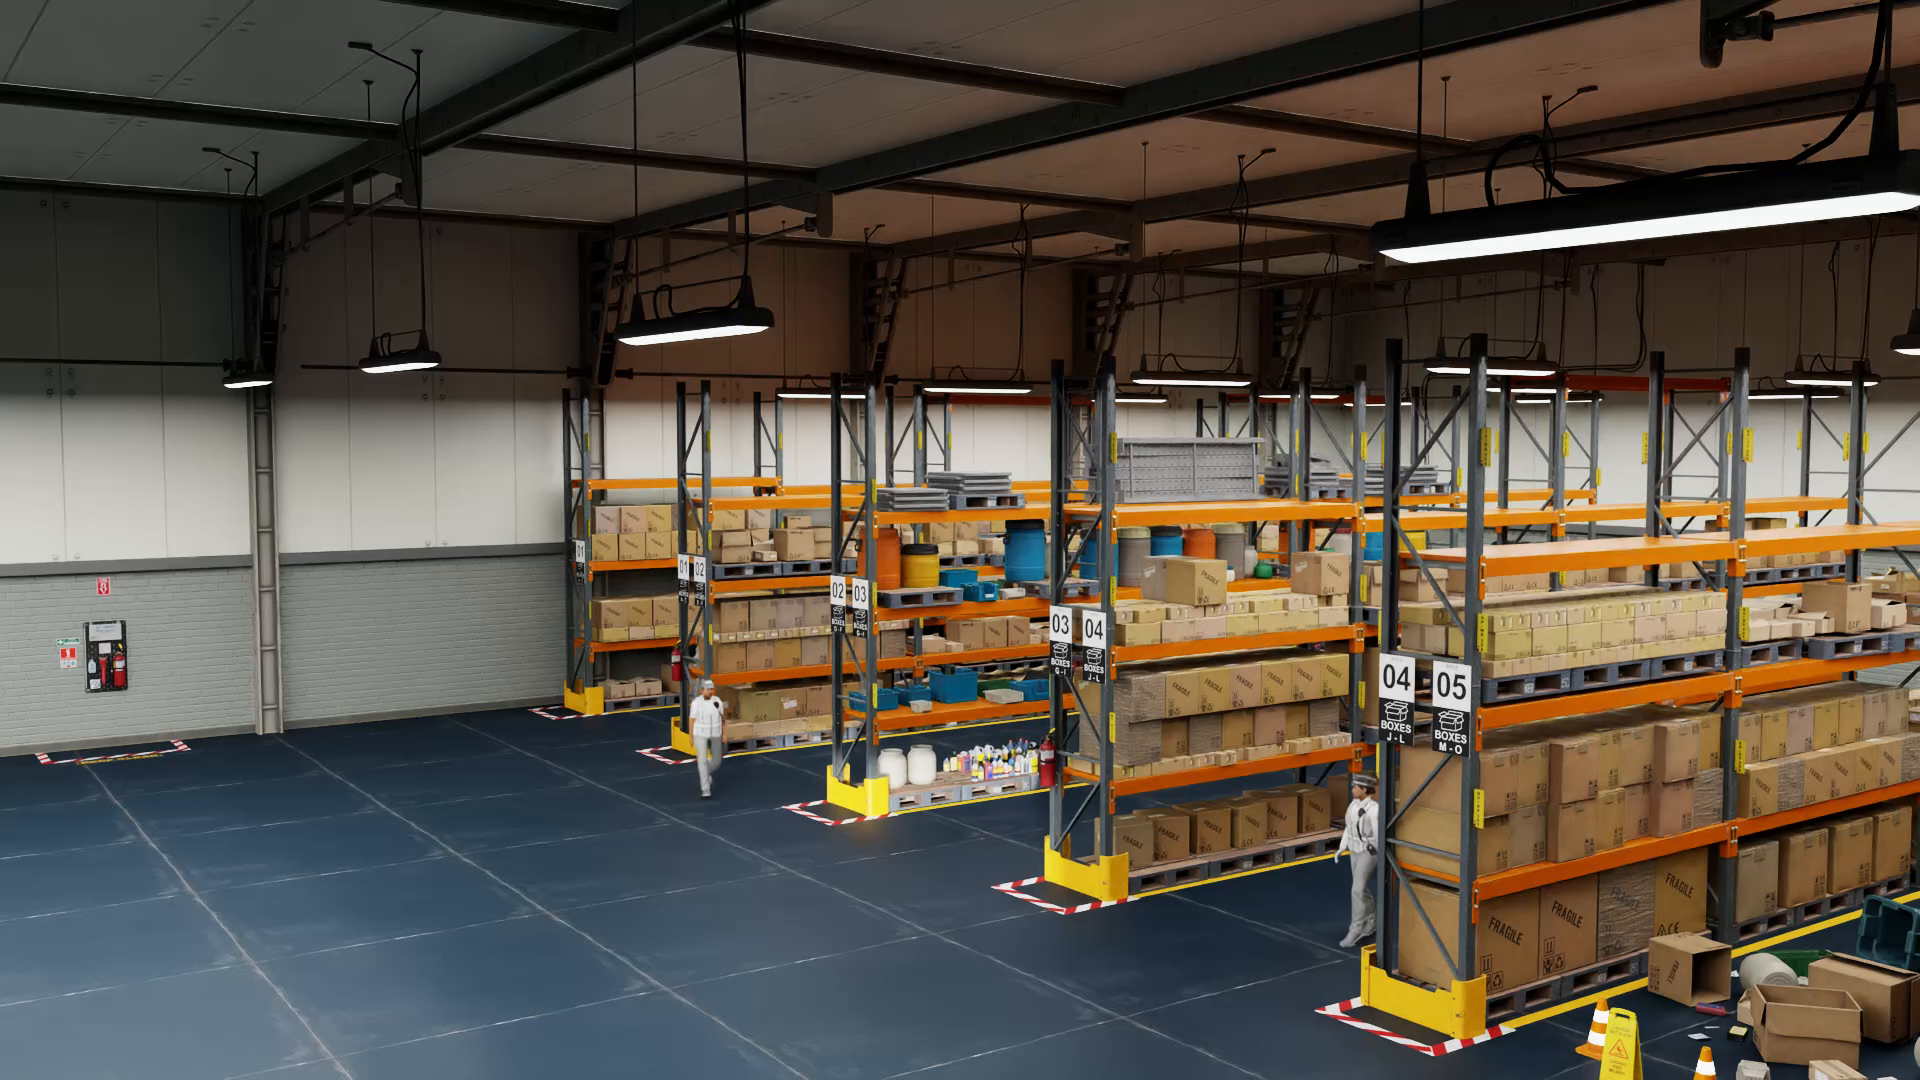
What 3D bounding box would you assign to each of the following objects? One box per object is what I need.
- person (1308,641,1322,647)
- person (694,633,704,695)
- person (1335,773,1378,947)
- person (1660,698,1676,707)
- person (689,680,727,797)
[{"bbox_3d":[7.278,2.219,33.209,0.731,1.638,0.691,-2,4,-26],"label":"person"},{"bbox_3d":[-4.584,2.457,30.101,0.488,1.581,0.506,-3,5,-39],"label":"person"},{"bbox_3d":[4.062,3.243,17.027,0.622,1.690,0.572,-1,4,-17],"label":"person"},{"bbox_3d":[9.380,2.850,22.171,1.114,1.717,0.546,-3,5,-38],"label":"person"},{"bbox_3d":[-3.626,2.813,23.876,0.509,1.627,0.901,-2,4,-27],"label":"person"}]
